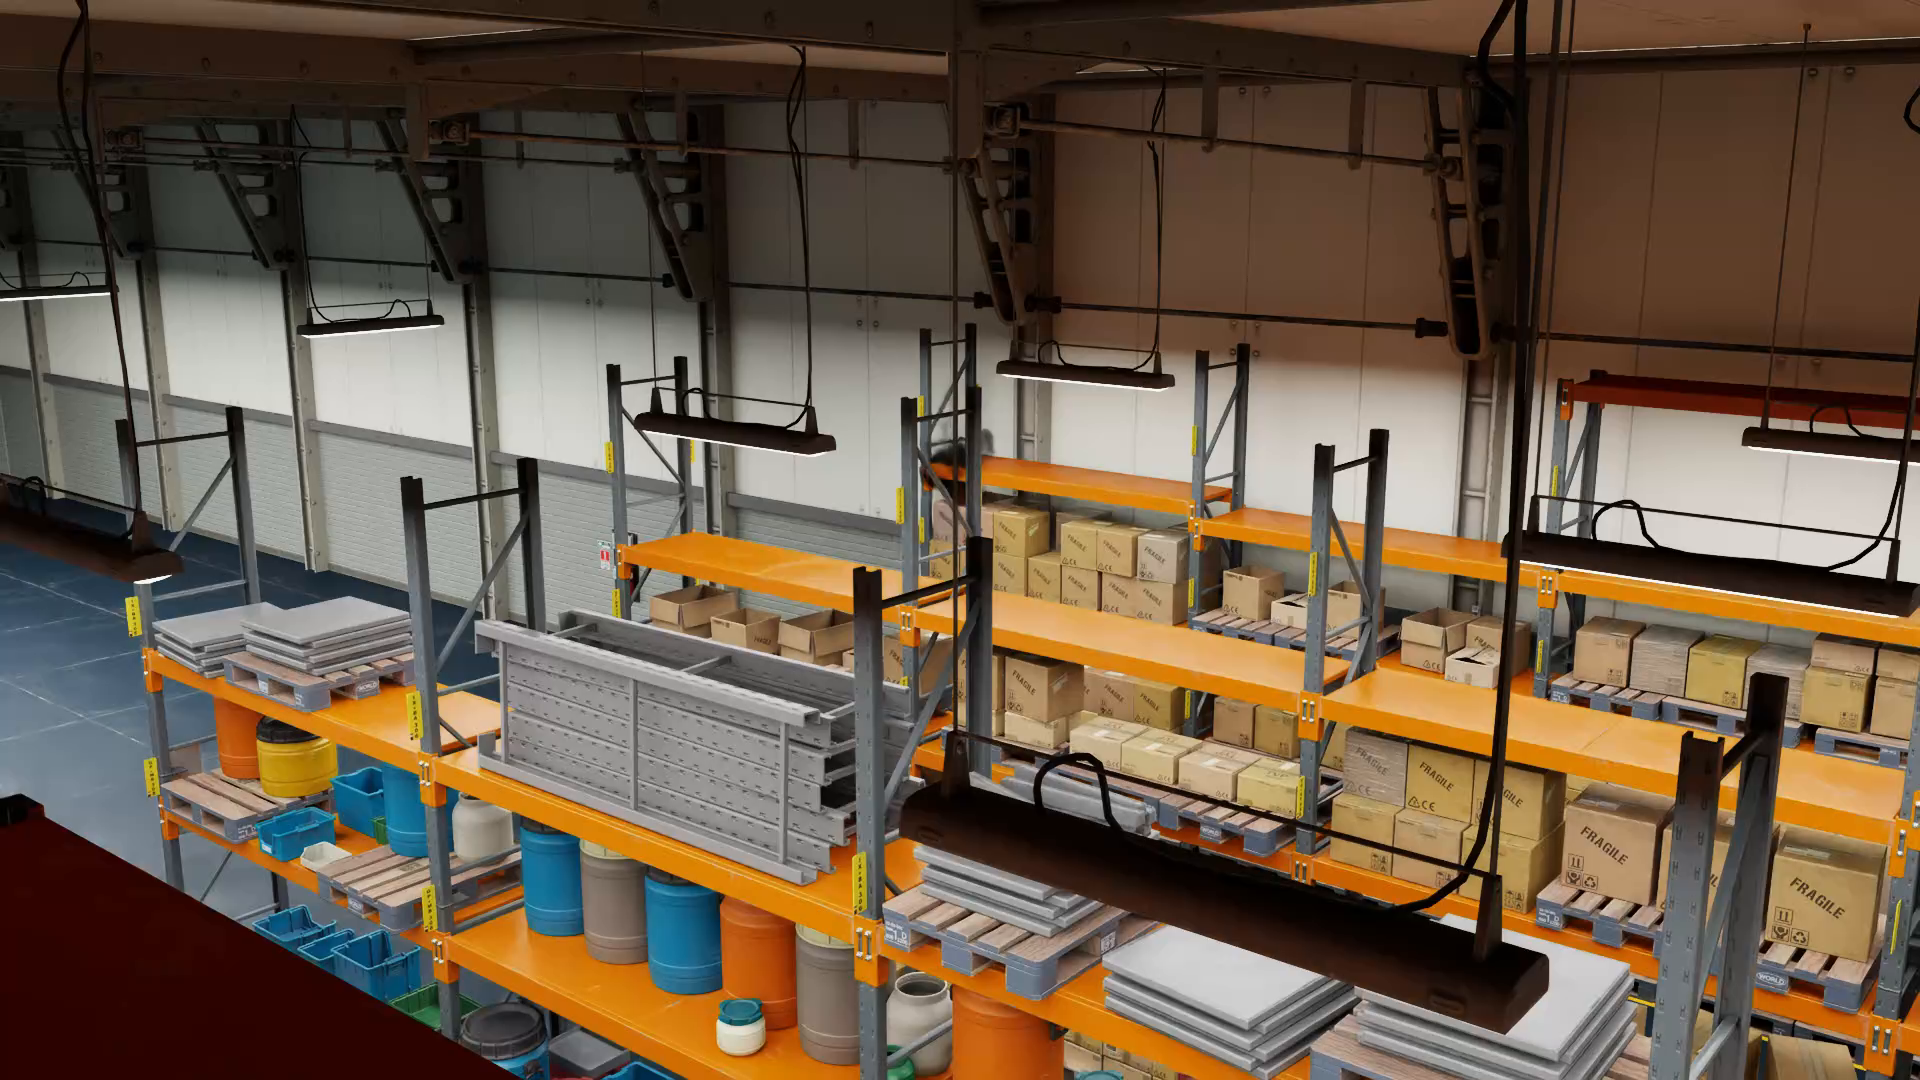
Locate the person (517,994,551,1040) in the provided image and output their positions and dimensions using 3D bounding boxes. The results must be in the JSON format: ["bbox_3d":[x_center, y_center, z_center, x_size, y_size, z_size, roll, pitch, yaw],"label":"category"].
[{"bbox_3d":[-3.802,3.902,14.954,0.672,1.741,0.675,5,14,21],"label":"person"}]
